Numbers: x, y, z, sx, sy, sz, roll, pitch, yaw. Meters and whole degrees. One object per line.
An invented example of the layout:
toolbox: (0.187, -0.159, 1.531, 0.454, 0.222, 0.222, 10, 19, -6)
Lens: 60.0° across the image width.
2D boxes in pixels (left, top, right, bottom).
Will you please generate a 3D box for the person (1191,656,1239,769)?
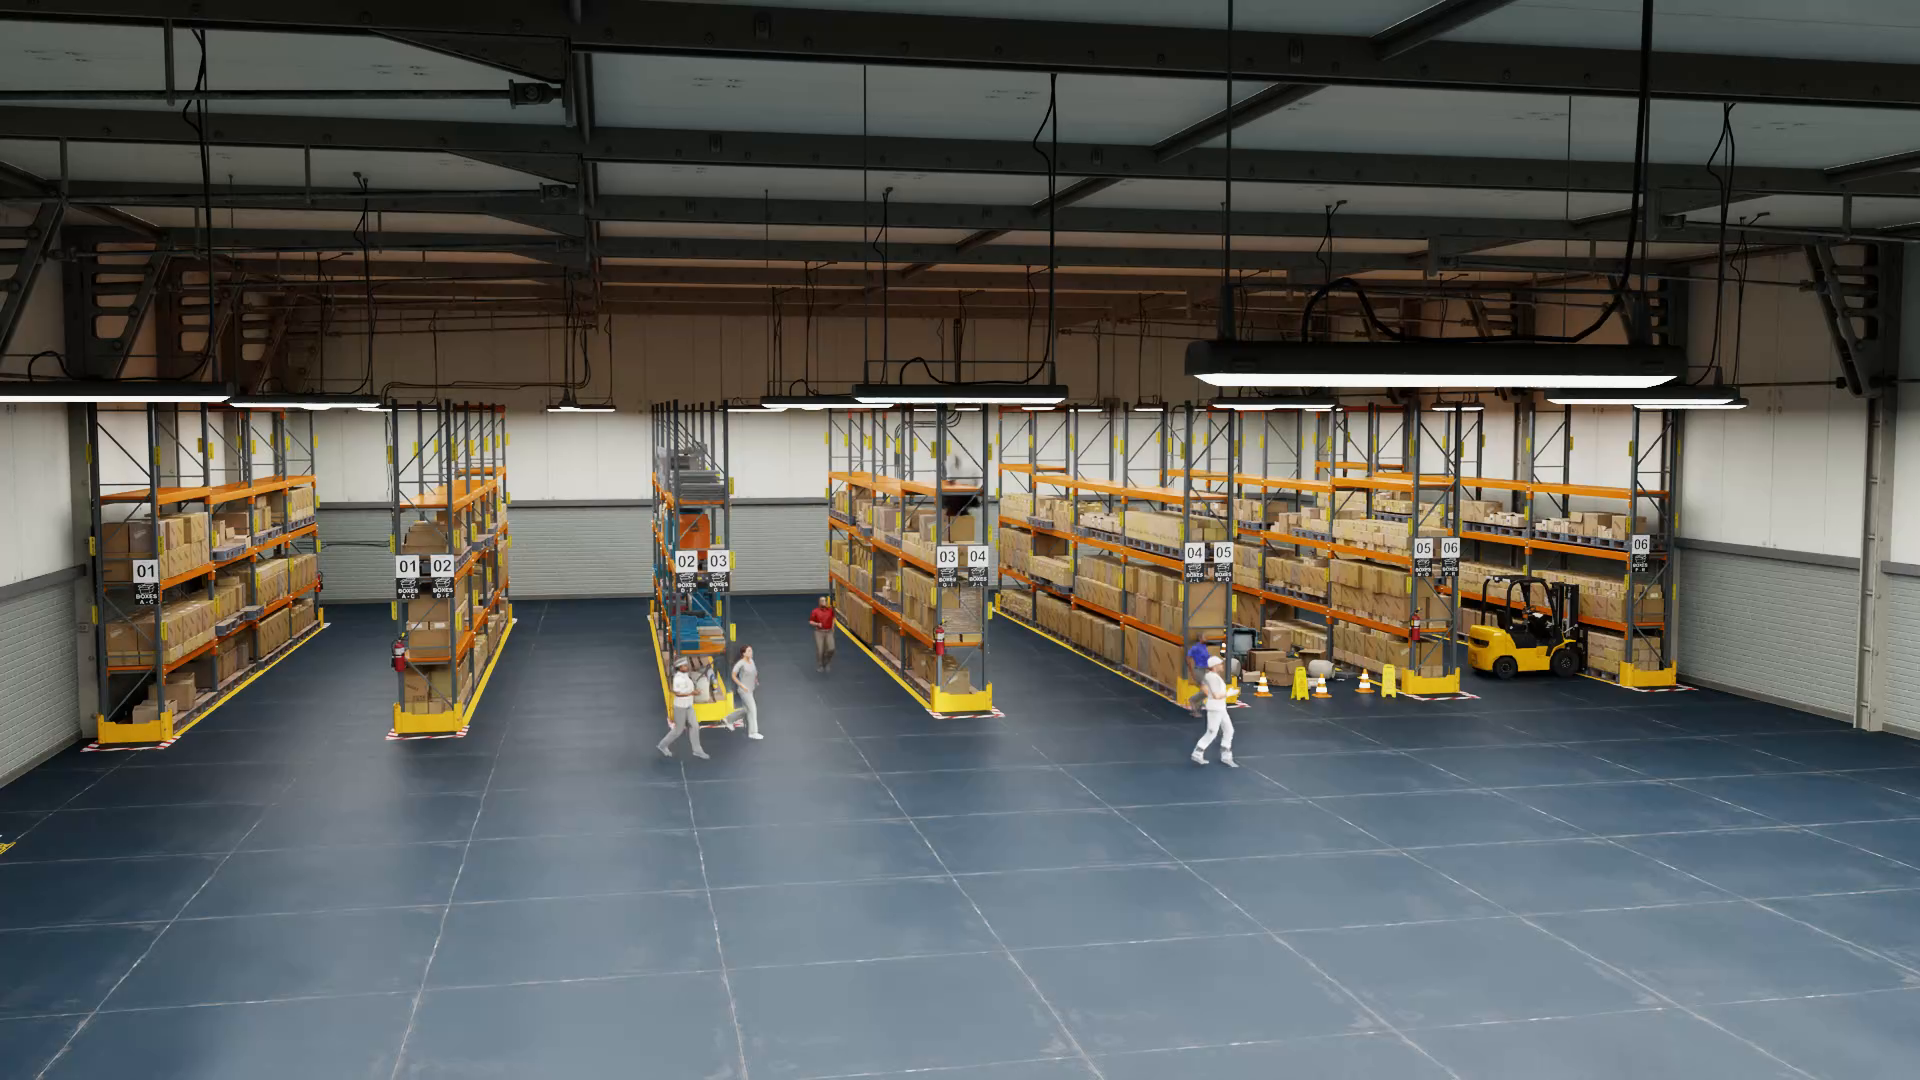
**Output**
person: (4.130, 2.788, 26.886, 0.765, 1.831, 0.632, 1, 4, 15)

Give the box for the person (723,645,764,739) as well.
person: (-3.840, 2.666, 29.410, 0.840, 1.662, 0.567, 2, 5, 25)

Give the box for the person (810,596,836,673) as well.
person: (-2.989, 2.105, 36.773, 0.640, 1.705, 0.636, -2, 5, -21)

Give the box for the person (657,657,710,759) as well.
person: (-4.589, 2.774, 27.552, 0.876, 1.699, 0.581, 1, 4, 12)

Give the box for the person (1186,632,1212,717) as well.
person: (4.621, 2.551, 31.593, 0.506, 1.592, 0.593, 3, 5, 31)
